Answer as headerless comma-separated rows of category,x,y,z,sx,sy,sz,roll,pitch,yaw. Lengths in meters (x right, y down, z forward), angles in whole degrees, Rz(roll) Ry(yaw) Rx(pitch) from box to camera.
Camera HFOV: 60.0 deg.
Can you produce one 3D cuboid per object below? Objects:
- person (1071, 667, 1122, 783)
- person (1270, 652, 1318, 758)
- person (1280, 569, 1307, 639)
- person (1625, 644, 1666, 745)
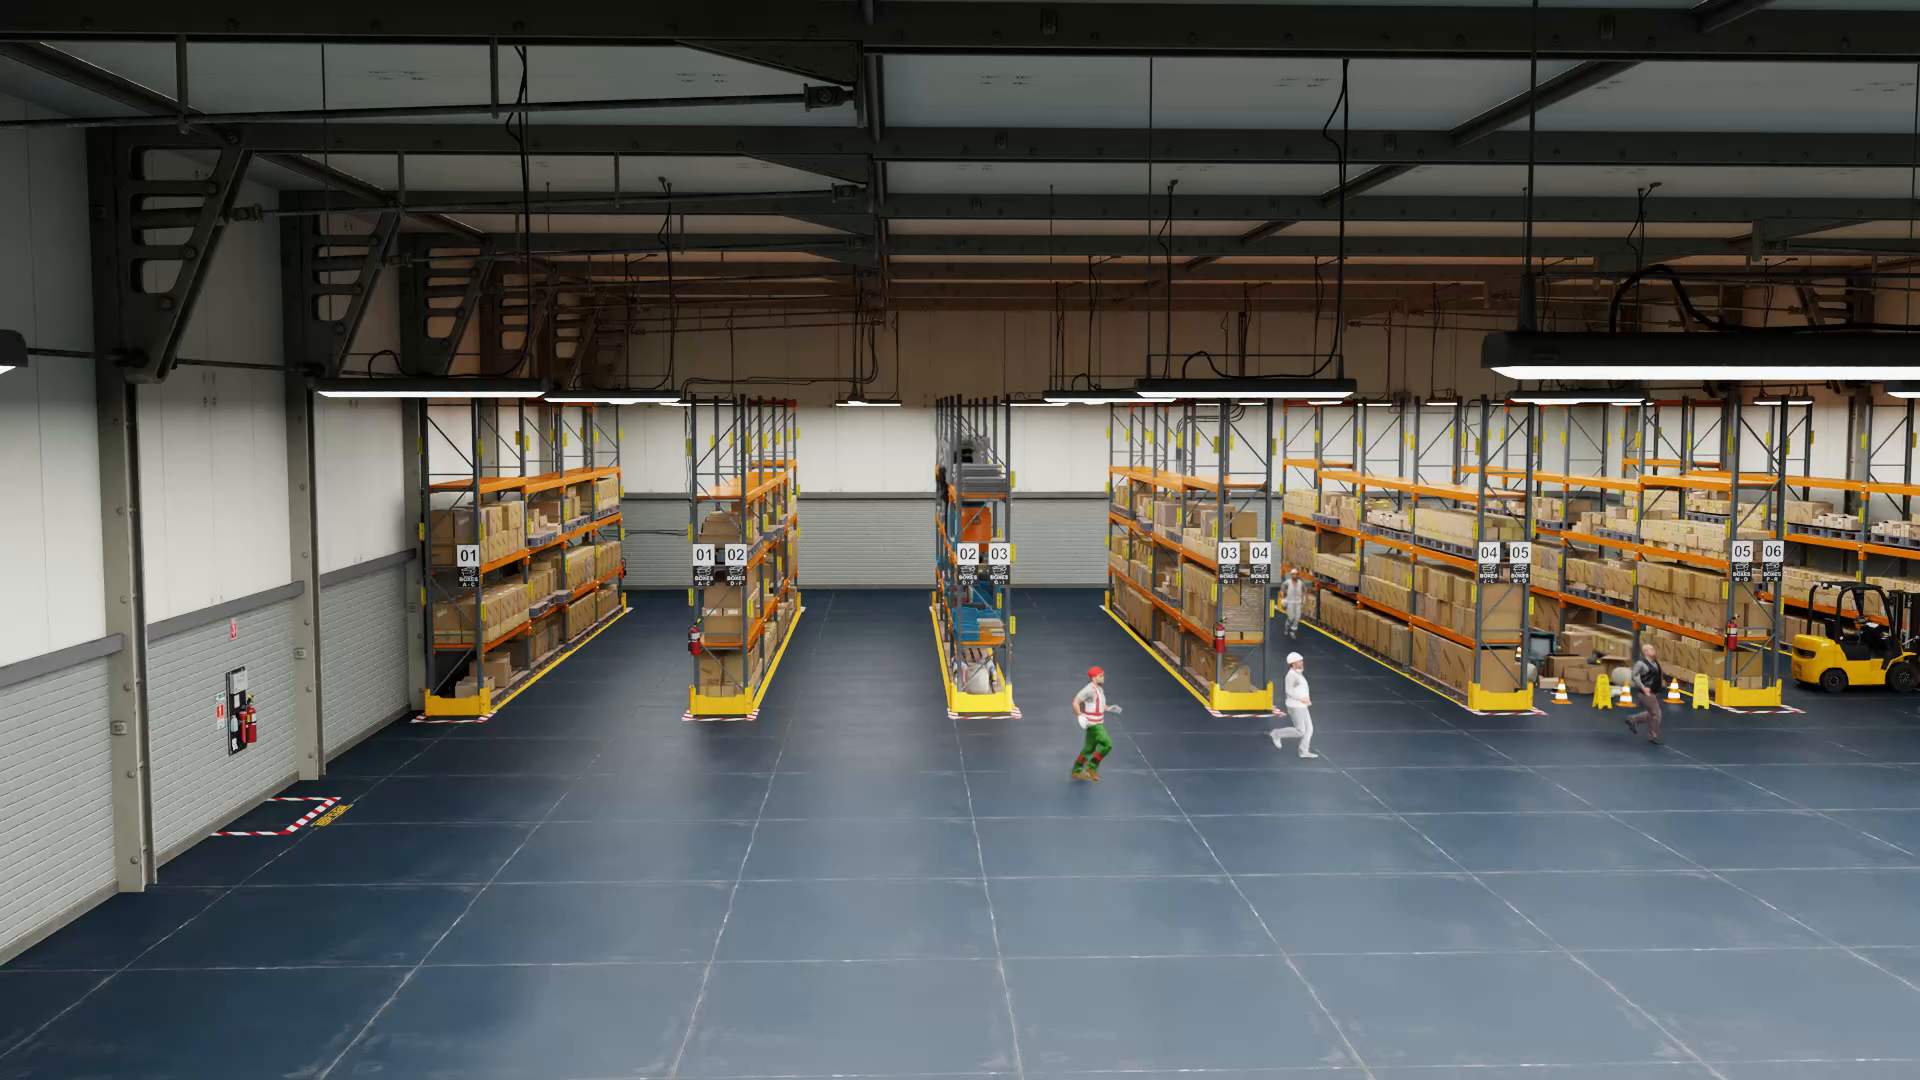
person,2.078,2.826,25.477,0.786,1.775,0.648,1,5,17
person,5.502,2.711,27.299,0.778,1.743,0.661,2,5,23
person,8.324,1.593,41.371,0.669,1.749,0.584,0,5,-4
person,11.802,2.637,28.601,0.658,1.709,0.718,-4,6,-40
